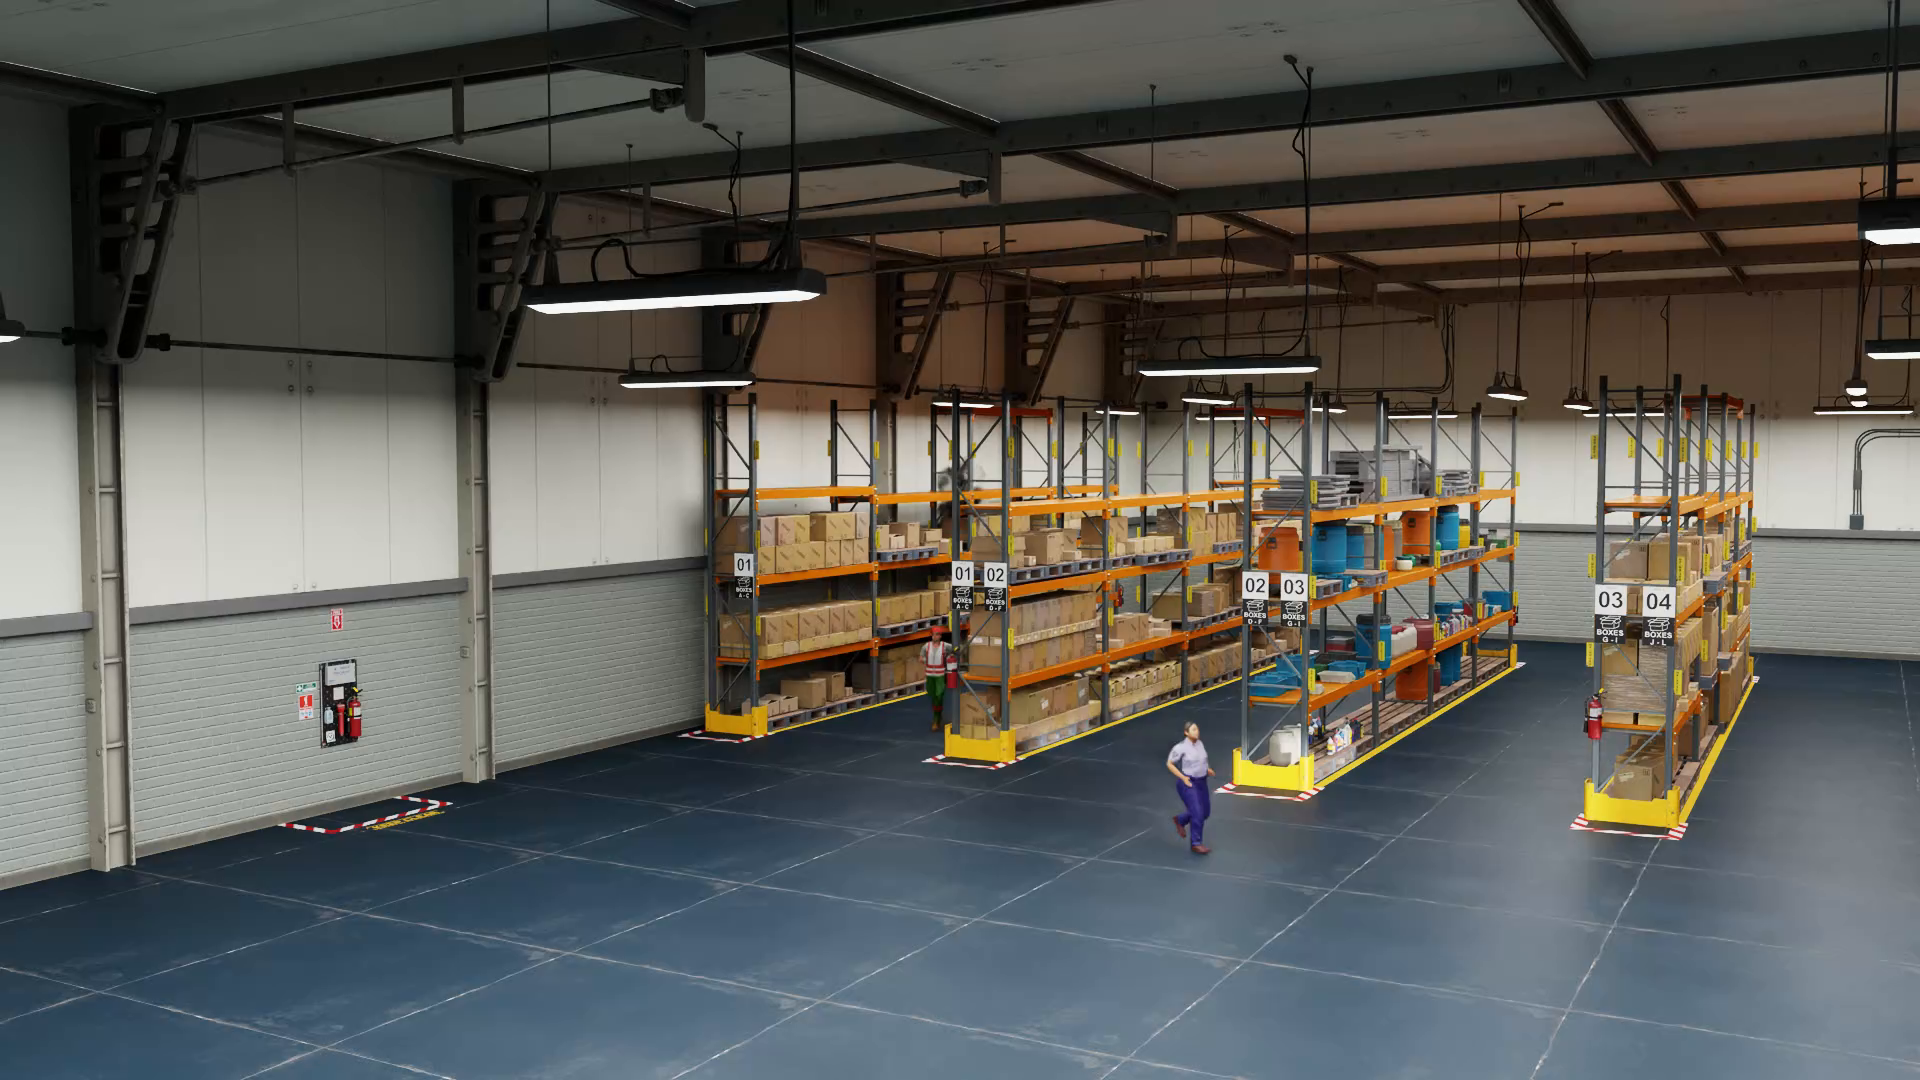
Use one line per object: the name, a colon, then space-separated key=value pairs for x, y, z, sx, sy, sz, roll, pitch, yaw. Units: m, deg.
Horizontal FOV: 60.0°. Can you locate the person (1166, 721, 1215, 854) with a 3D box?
person: x=2.880 y=3.074 z=20.838 sx=0.615 sy=1.602 sz=0.727 roll=-3 pitch=4 yaw=-39

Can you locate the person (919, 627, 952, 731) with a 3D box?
person: x=-0.427 y=2.467 z=29.917 sx=0.636 sy=1.821 sz=0.843 roll=1 pitch=3 yaw=17
